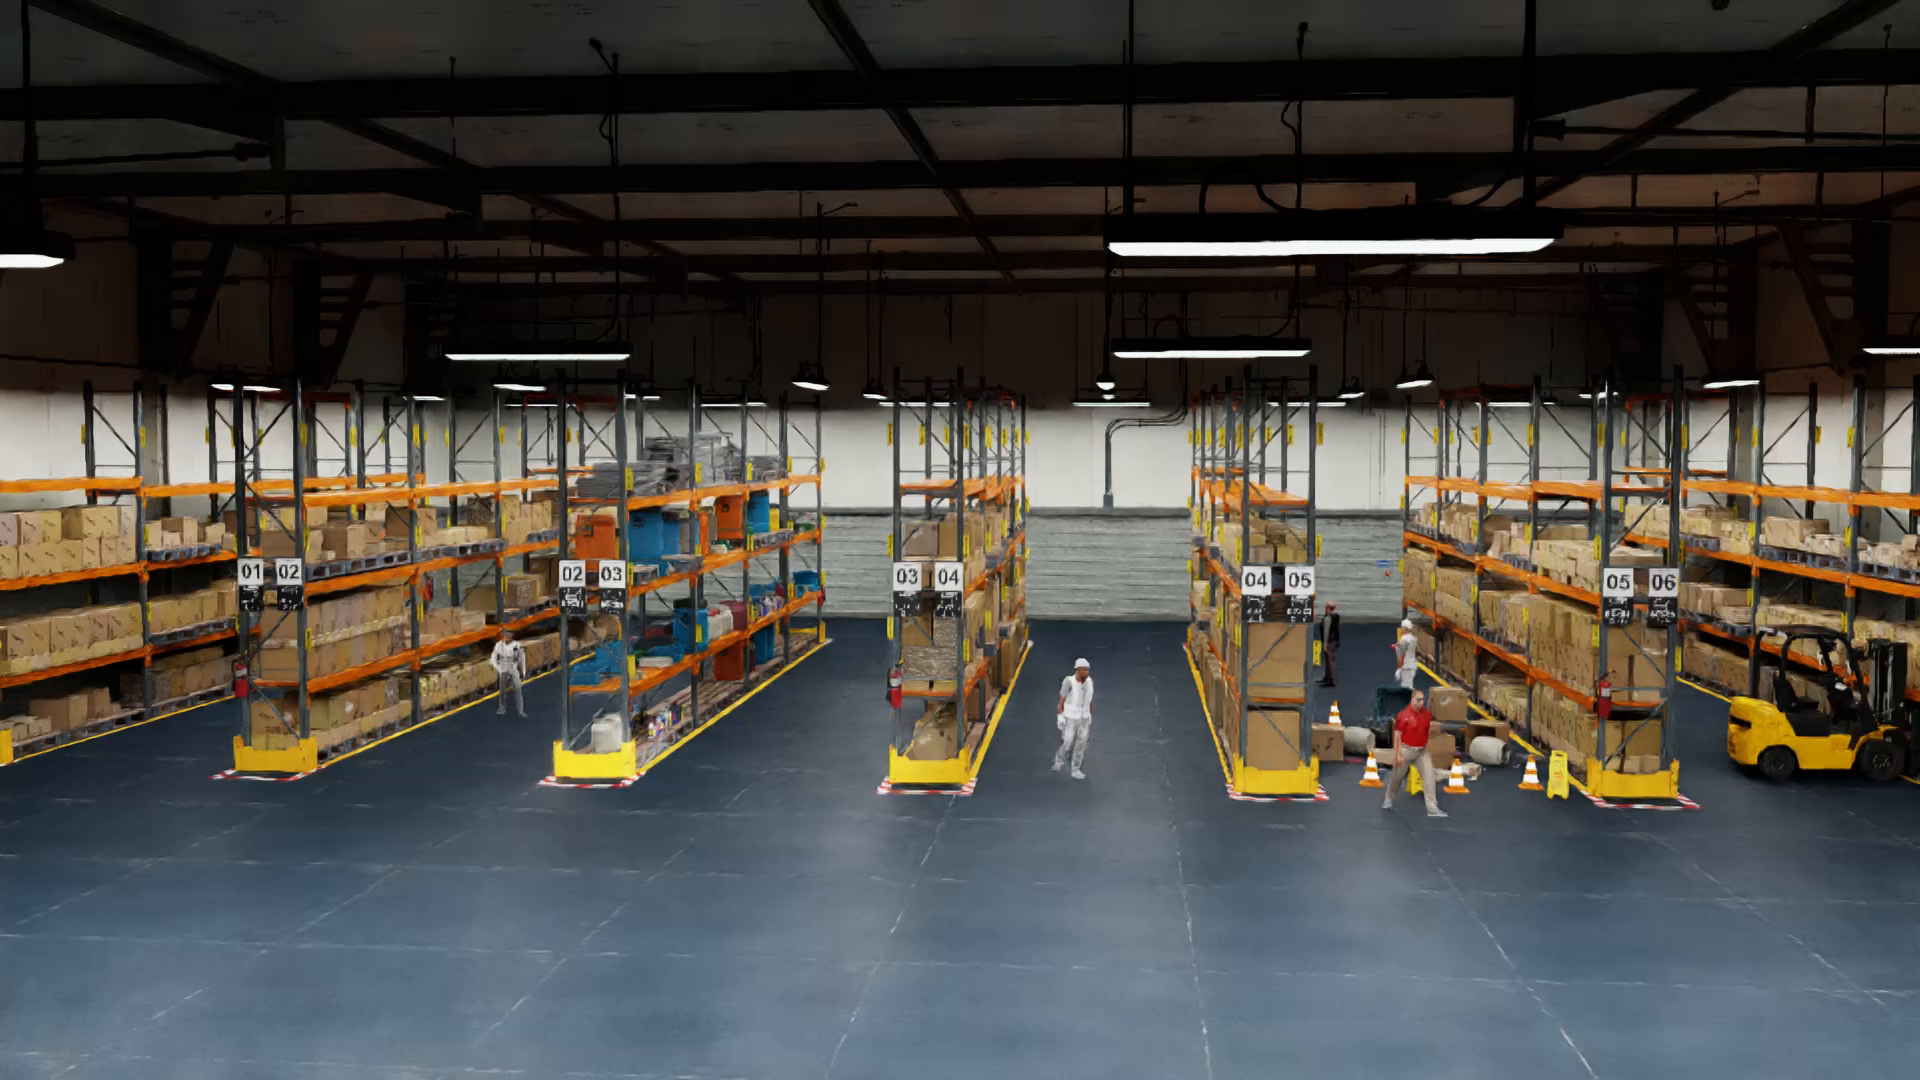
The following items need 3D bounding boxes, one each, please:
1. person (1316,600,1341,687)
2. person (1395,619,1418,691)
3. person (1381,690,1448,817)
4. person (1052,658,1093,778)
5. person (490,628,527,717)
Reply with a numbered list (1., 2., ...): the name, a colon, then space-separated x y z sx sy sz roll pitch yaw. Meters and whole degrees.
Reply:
1. person: 7.352 2.061 33.272 0.499 1.724 0.578 2 4 34
2. person: 7.814 2.279 29.229 0.570 1.786 0.653 2 4 33
3. person: 5.981 2.801 21.989 0.554 1.679 0.974 -1 4 -17
4. person: 1.669 2.602 24.435 0.602 1.774 0.574 -2 4 -29
5. person: -8.063 2.341 29.756 0.638 1.603 0.814 -1 4 -11
